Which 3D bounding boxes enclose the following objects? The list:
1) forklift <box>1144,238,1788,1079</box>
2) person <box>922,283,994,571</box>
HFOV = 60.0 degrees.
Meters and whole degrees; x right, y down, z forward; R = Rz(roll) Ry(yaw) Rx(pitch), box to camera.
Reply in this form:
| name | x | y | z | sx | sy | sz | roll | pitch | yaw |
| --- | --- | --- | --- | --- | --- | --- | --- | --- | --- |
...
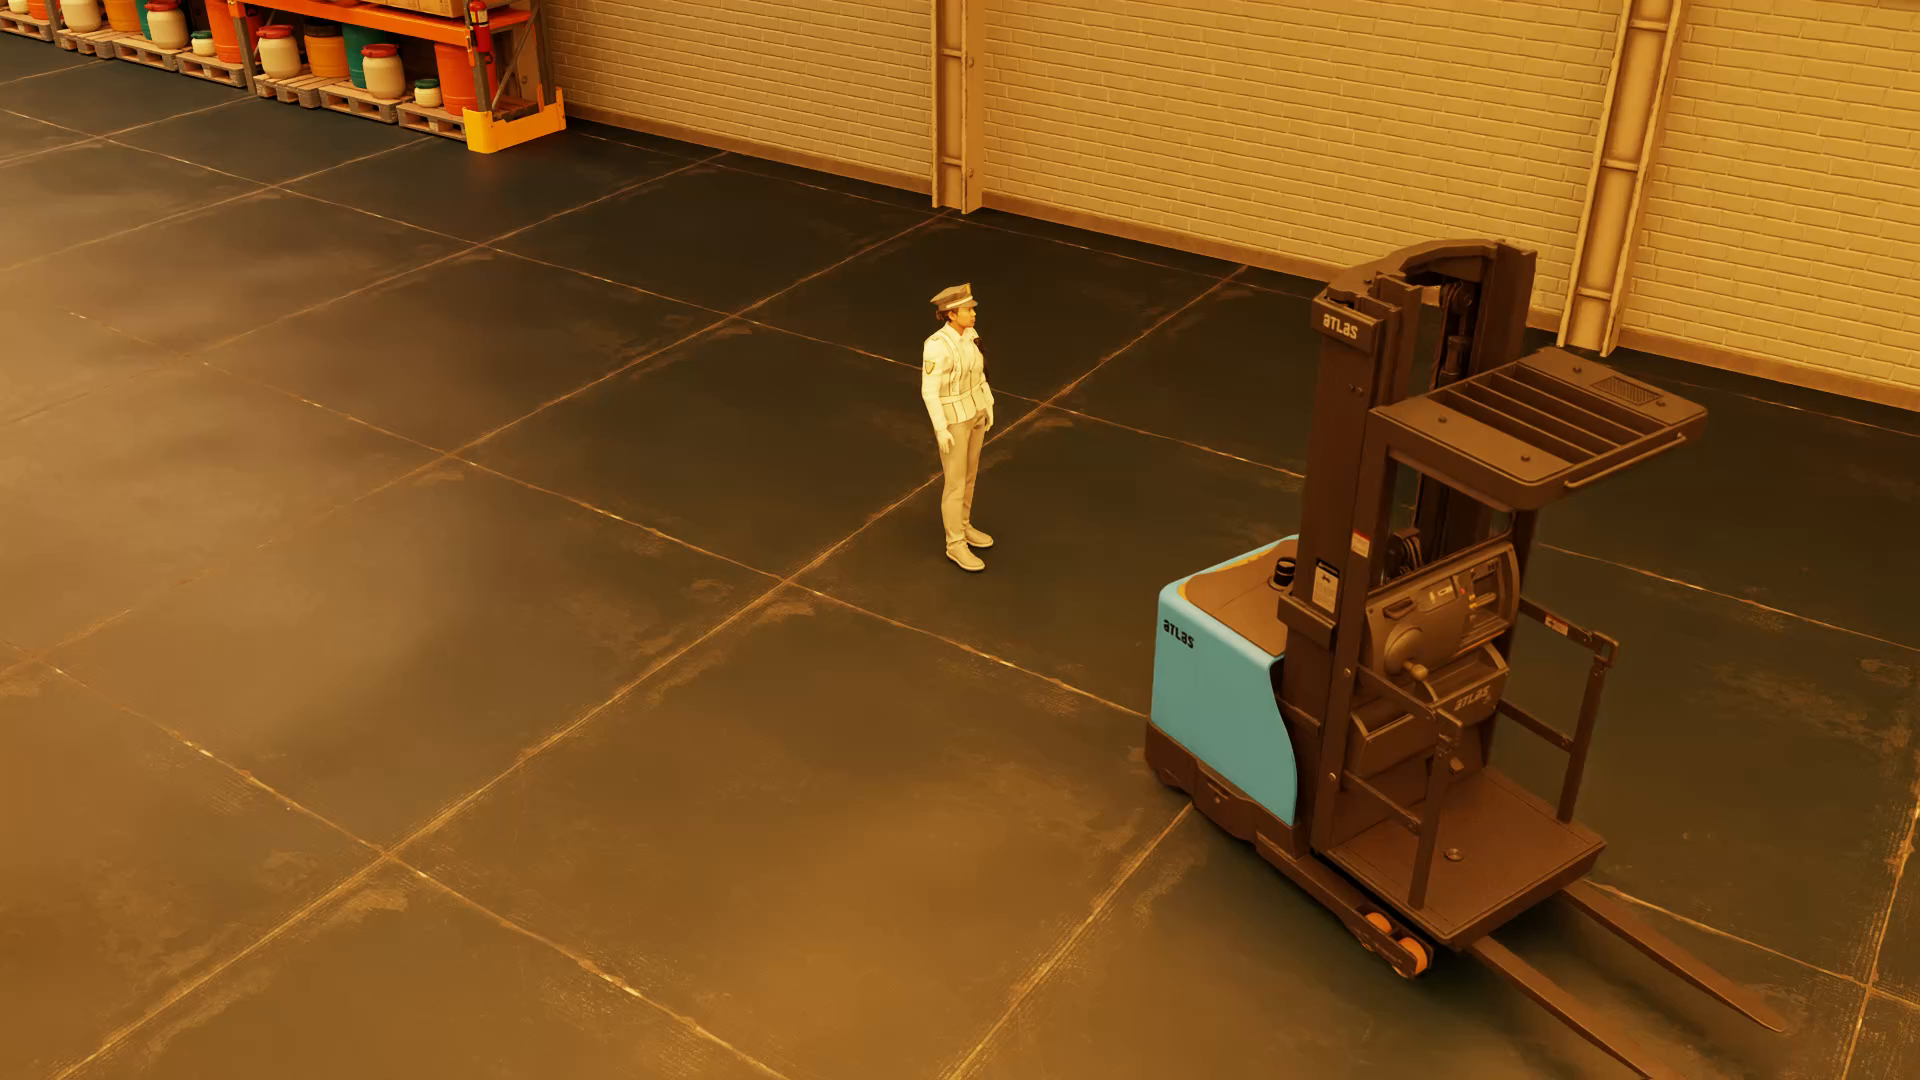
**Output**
| name | x | y | z | sx | sy | sz | roll | pitch | yaw |
| --- | --- | --- | --- | --- | --- | --- | --- | --- | --- |
| forklift | 2.194 | 0.355 | 6.970 | 1.130 | 2.935 | 3.031 | -19 | 35 | -30 |
| person | 0.053 | -0.717 | 10.033 | 0.531 | 1.695 | 0.588 | 19 | 35 | 29 |
